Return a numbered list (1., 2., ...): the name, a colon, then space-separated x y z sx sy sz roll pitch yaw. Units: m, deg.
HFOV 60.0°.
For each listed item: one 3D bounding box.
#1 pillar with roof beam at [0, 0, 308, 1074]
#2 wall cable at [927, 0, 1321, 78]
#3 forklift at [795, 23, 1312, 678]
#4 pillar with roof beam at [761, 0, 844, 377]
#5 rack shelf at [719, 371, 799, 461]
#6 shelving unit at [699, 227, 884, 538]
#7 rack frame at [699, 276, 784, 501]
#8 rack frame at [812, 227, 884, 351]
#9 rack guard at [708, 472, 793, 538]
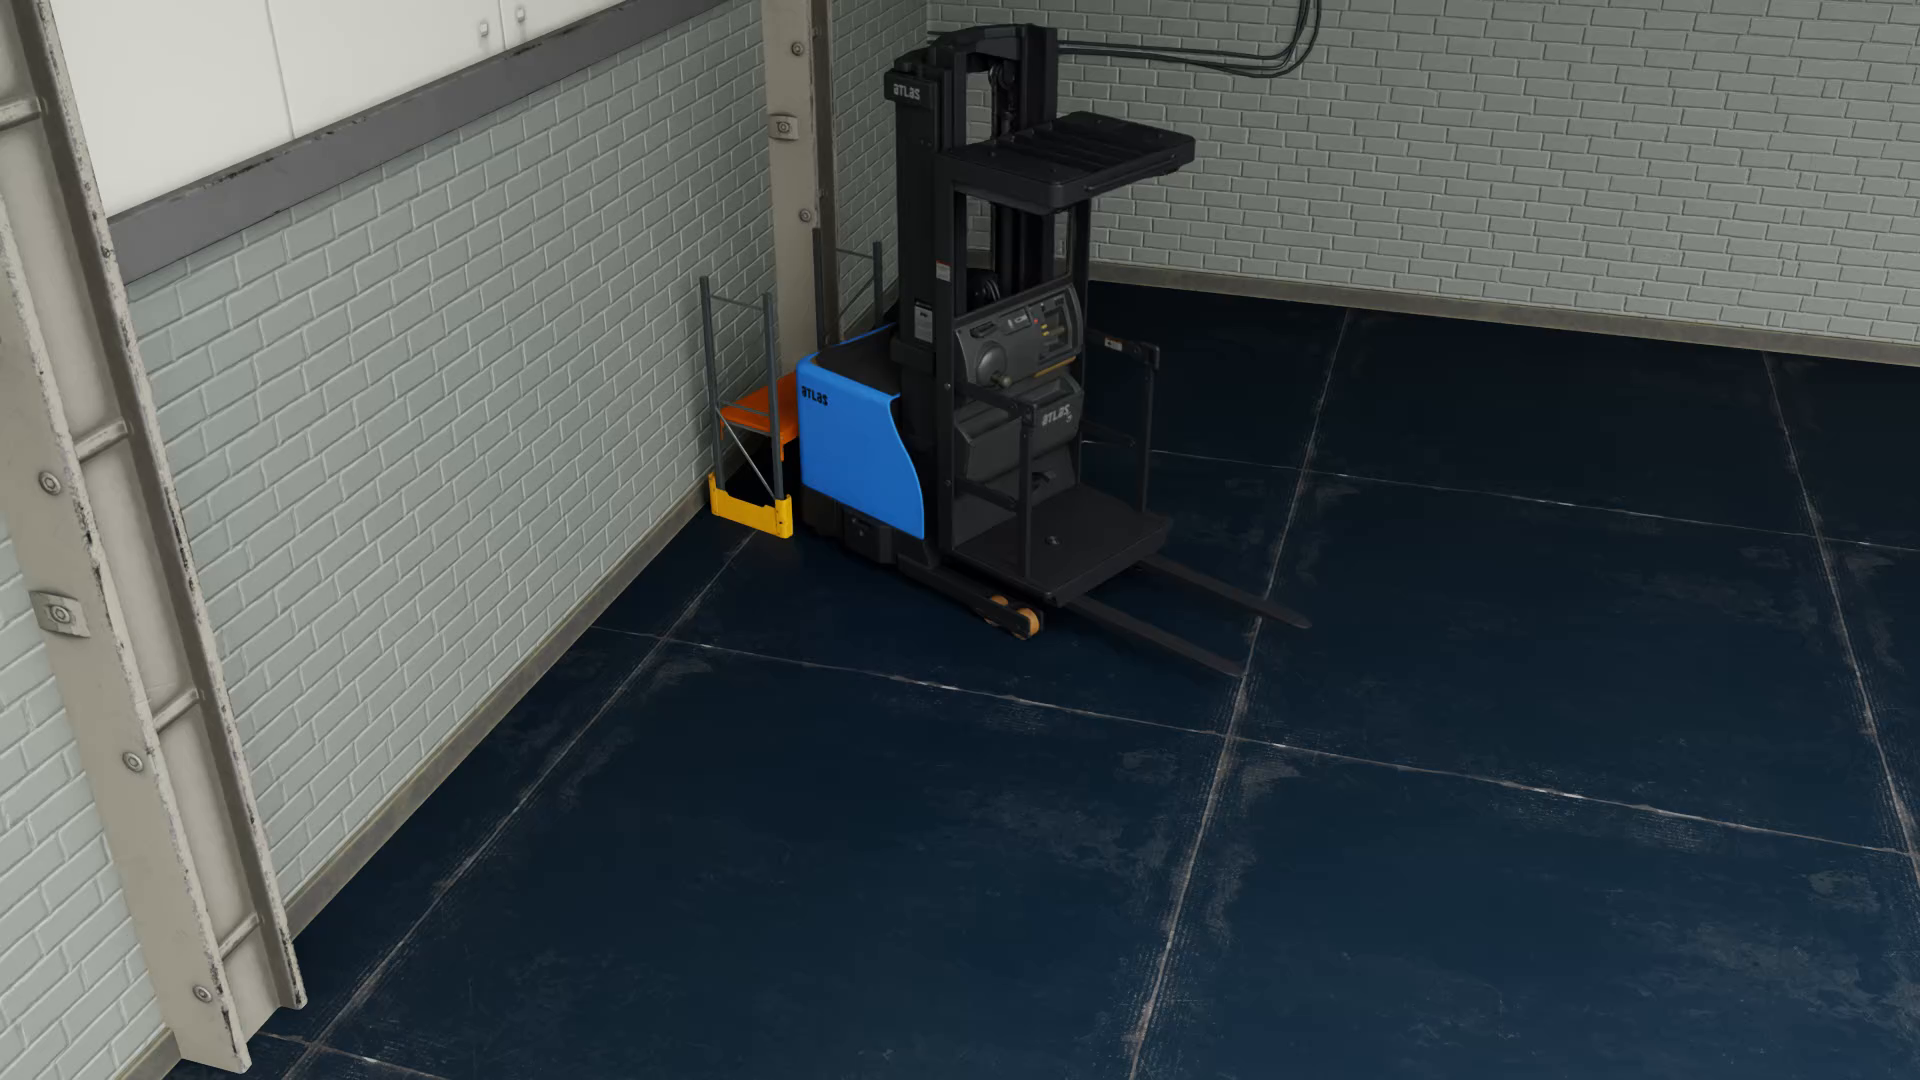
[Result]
1. pillar with roof beam: 1.361 -1.447 3.094 9.100 9.000 0.400 8 30 15
2. wall cable: 1.136 -4.673 12.088 3.097 2.526 0.112 8 30 15
3. forklift: 0.474 -1.041 8.606 3.031 2.935 1.130 24 37 37
4. pillar with roof beam: 3.122 -4.235 8.107 9.100 9.000 0.400 8 30 15
5. rack shelf: -0.961 -0.804 10.022 0.538 0.185 1.000 18 34 29
6. shelving unit: -0.966 -0.957 9.928 0.587 1.500 1.083 18 34 29
7. rack frame: -1.244 -0.756 9.566 0.500 1.500 0.032 18 34 29
8. rack frame: -0.678 -1.166 10.304 0.500 1.500 0.032 18 34 29
9. rack guard: -1.243 -0.210 9.871 0.587 0.250 0.087 18 34 29
